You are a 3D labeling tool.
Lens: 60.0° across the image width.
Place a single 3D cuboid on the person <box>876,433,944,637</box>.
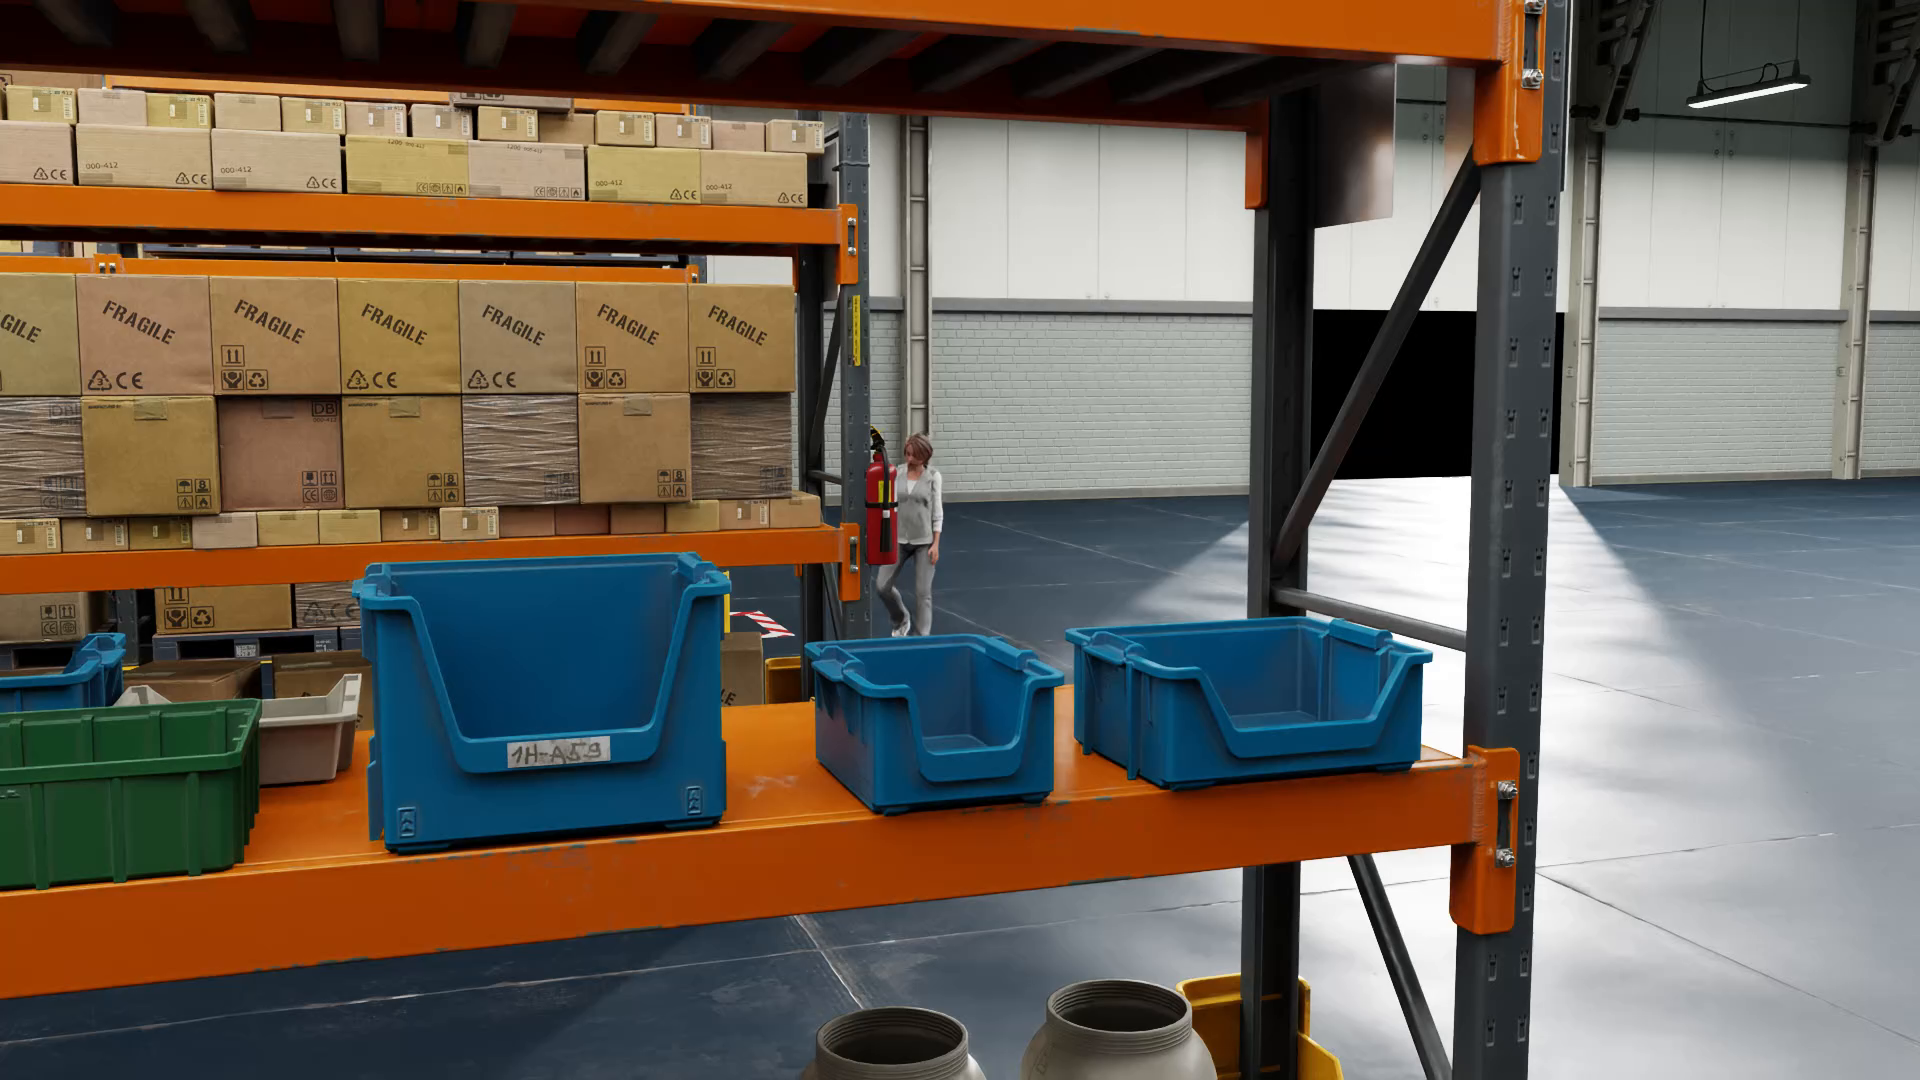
[{"bbox_3d":[-0.338,0.051,11.667,0.461,1.578,0.475,1,6,12],"label":"person"}]
